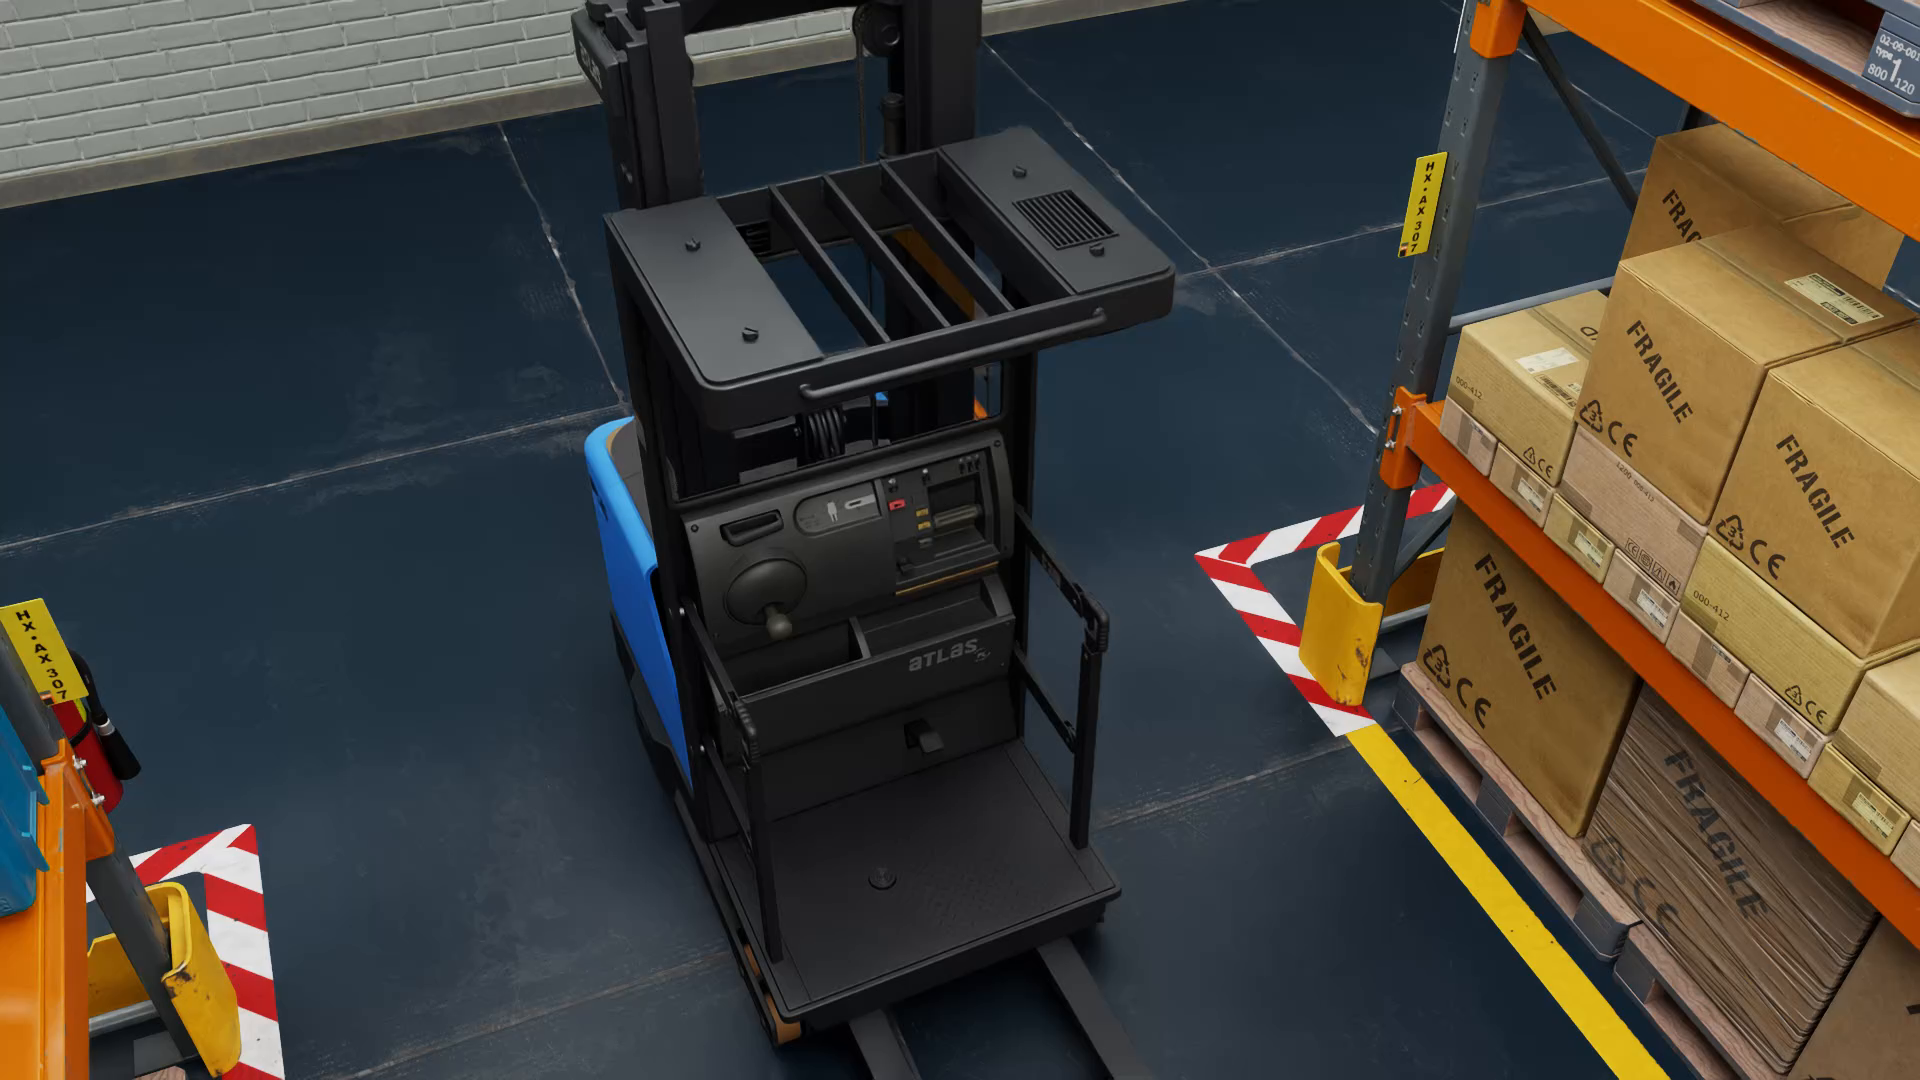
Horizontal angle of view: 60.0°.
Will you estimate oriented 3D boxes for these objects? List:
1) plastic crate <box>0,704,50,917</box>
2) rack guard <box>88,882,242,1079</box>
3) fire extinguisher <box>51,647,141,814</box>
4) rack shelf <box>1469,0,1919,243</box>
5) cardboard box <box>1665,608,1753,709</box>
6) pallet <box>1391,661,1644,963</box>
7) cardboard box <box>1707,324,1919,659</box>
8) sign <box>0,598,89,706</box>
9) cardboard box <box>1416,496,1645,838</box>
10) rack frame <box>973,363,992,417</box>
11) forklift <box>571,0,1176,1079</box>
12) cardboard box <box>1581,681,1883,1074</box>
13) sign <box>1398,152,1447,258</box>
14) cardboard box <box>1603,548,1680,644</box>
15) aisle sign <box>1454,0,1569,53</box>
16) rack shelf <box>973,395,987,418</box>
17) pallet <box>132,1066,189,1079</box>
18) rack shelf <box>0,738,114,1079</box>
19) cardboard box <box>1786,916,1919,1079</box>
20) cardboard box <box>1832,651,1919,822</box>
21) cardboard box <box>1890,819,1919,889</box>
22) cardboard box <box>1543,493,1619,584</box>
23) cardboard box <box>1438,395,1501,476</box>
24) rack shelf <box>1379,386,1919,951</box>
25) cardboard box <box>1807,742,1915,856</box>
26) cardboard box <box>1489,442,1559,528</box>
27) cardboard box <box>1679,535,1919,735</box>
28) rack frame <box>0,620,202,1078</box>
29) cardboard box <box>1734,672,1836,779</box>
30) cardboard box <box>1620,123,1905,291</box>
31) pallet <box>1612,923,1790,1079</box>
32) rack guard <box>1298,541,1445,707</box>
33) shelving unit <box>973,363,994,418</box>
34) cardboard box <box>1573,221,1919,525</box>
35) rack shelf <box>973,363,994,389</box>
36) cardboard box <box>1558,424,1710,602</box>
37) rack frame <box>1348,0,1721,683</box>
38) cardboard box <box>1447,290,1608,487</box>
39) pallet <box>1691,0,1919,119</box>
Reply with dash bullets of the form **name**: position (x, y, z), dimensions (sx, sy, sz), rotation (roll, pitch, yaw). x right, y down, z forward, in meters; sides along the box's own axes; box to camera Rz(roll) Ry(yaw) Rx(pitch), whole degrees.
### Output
- **plastic crate**: position (-2.409, 0.601, 3.677), dimensions (0.616, 0.435, 0.499), rotation (-15, 43, -17)
- **rack guard**: position (-2.731, 1.419, 4.717), dimensions (1.175, 0.500, 0.348), rotation (-15, 43, -17)
- **fire extinguisher**: position (-2.348, 0.449, 4.273), dimensions (0.296, 0.674, 0.183), rotation (-15, 43, -17)
- **rack shelf**: position (2.632, -0.413, 3.181), dimensions (1.077, 0.370, 4.000), rotation (-15, 43, -17)
- **cardboard box**: position (2.092, 0.257, 4.344), dimensions (0.380, 0.149, 0.250), rotation (-16, 43, -18)
- **pallet**: position (2.244, 0.766, 5.697), dimensions (1.003, 0.211, 1.213), rotation (-15, 43, -17)
- **cardboard box**: position (2.196, -0.125, 3.907), dimensions (0.500, 0.500, 0.500), rotation (-16, 43, -18)
- **sign**: position (-2.208, 0.273, 4.006), dimensions (0.100, 0.325, 0.005), rotation (-15, 43, -17)
- **cardboard box**: position (2.185, 0.259, 5.456), dimensions (0.875, 0.875, 0.875), rotation (-15, 43, -17)
- **rack frame**: position (0.026, -0.357, 6.360), dimensions (0.200, 1.050, 0.008), rotation (-15, 43, -17)
- **forklift**: position (-0.197, 0.070, 4.421), dimensions (1.130, 2.935, 3.031), rotation (-17, 43, -18)
- **cardboard box**: position (2.533, 0.807, 4.819), dimensions (0.875, 0.875, 0.875), rotation (-15, 43, -17)
- **sign**: position (1.351, -0.977, 4.861), dimensions (0.100, 0.325, 0.005), rotation (-15, 43, -17)
- **cardboard box**: position (1.996, 0.103, 4.522), dimensions (0.380, 0.149, 0.250), rotation (-16, 43, -18)
- **aisle sign**: position (1.562, -1.708, 4.441), dimensions (0.394, 0.787, 0.004), rotation (-15, 43, -17)
- **rack shelf**: position (-0.020, -0.422, 6.452), dimensions (0.215, 0.259, 0.240), rotation (-15, 43, -17)
- **pallet**: position (-2.430, 2.046, 4.209), dimensions (1.003, 0.211, 1.213), rotation (-15, 43, -17)
- **rack shelf**: position (-1.945, 1.960, 2.722), dimensions (1.077, 0.370, 4.000), rotation (-15, 43, -17)
- **cardboard box**: position (2.874, 1.343, 4.195), dimensions (0.875, 0.875, 0.875), rotation (-15, 43, -17)
- **cardboard box**: position (2.399, 0.475, 3.784), dimensions (0.500, 0.250, 0.500), rotation (-16, 43, -18)
- **cardboard box**: position (2.389, 0.722, 3.803), dimensions (0.380, 0.149, 0.250), rotation (-14, 43, -16)
- **cardboard box**: position (1.895, -0.054, 4.704), dimensions (0.380, 0.149, 0.250), rotation (-16, 43, -18)
- **cardboard box**: position (1.697, -0.362, 5.063), dimensions (0.380, 0.149, 0.250), rotation (-15, 43, -16)
- **rack shelf**: position (2.632, 0.724, 4.159), dimensions (1.077, 0.370, 4.000), rotation (-15, 43, -17)
- **cardboard box**: position (2.287, 0.564, 3.986), dimensions (0.380, 0.149, 0.250), rotation (-16, 43, -18)
- **cardboard box**: position (1.797, -0.208, 4.884), dimensions (0.380, 0.149, 0.250), rotation (-16, 43, -17)
- **cardboard box**: position (2.194, 0.162, 4.148), dimensions (0.500, 0.250, 0.500), rotation (-16, 43, -18)
- **rack frame**: position (-2.710, 0.482, 3.889), dimensions (1.000, 3.000, 0.127), rotation (-15, 43, -17)
- **cardboard box**: position (2.191, 0.412, 4.163), dimensions (0.380, 0.149, 0.250), rotation (-16, 43, -17)
- **cardboard box**: position (2.295, -0.866, 4.768), dimensions (0.500, 0.500, 0.500), rotation (-15, 43, -16)
- **pallet**: position (2.707, 1.500, 4.844), dimensions (1.003, 0.211, 1.213), rotation (-15, 43, -17)
- **rack guard**: position (1.857, 0.180, 6.157), dimensions (1.175, 0.500, 0.348), rotation (-15, 43, -17)
- **shelving unit**: position (-0.020, -0.430, 6.445), dimensions (0.215, 1.050, 0.252), rotation (-15, 43, -17)
- **cardboard box**: position (1.992, -0.436, 4.268), dimensions (0.500, 0.500, 0.500), rotation (-16, 43, -18)
- **rack shelf**: position (-0.020, -0.637, 6.267), dimensions (0.215, 0.259, 0.240), rotation (-15, 43, -17)
- **cardboard box**: position (2.005, -0.141, 4.501), dimensions (0.500, 0.250, 0.500), rotation (-16, 43, -17)
- **rack frame**: position (1.866, -0.753, 5.326), dimensions (1.000, 3.000, 0.127), rotation (-15, 43, -17)
- **cardboard box**: position (1.800, -0.453, 4.863), dimensions (0.500, 0.250, 0.500), rotation (-16, 43, -18)
- **pallet**: position (2.160, -1.413, 3.860), dimensions (1.003, 0.211, 1.213), rotation (-15, 43, -17)
